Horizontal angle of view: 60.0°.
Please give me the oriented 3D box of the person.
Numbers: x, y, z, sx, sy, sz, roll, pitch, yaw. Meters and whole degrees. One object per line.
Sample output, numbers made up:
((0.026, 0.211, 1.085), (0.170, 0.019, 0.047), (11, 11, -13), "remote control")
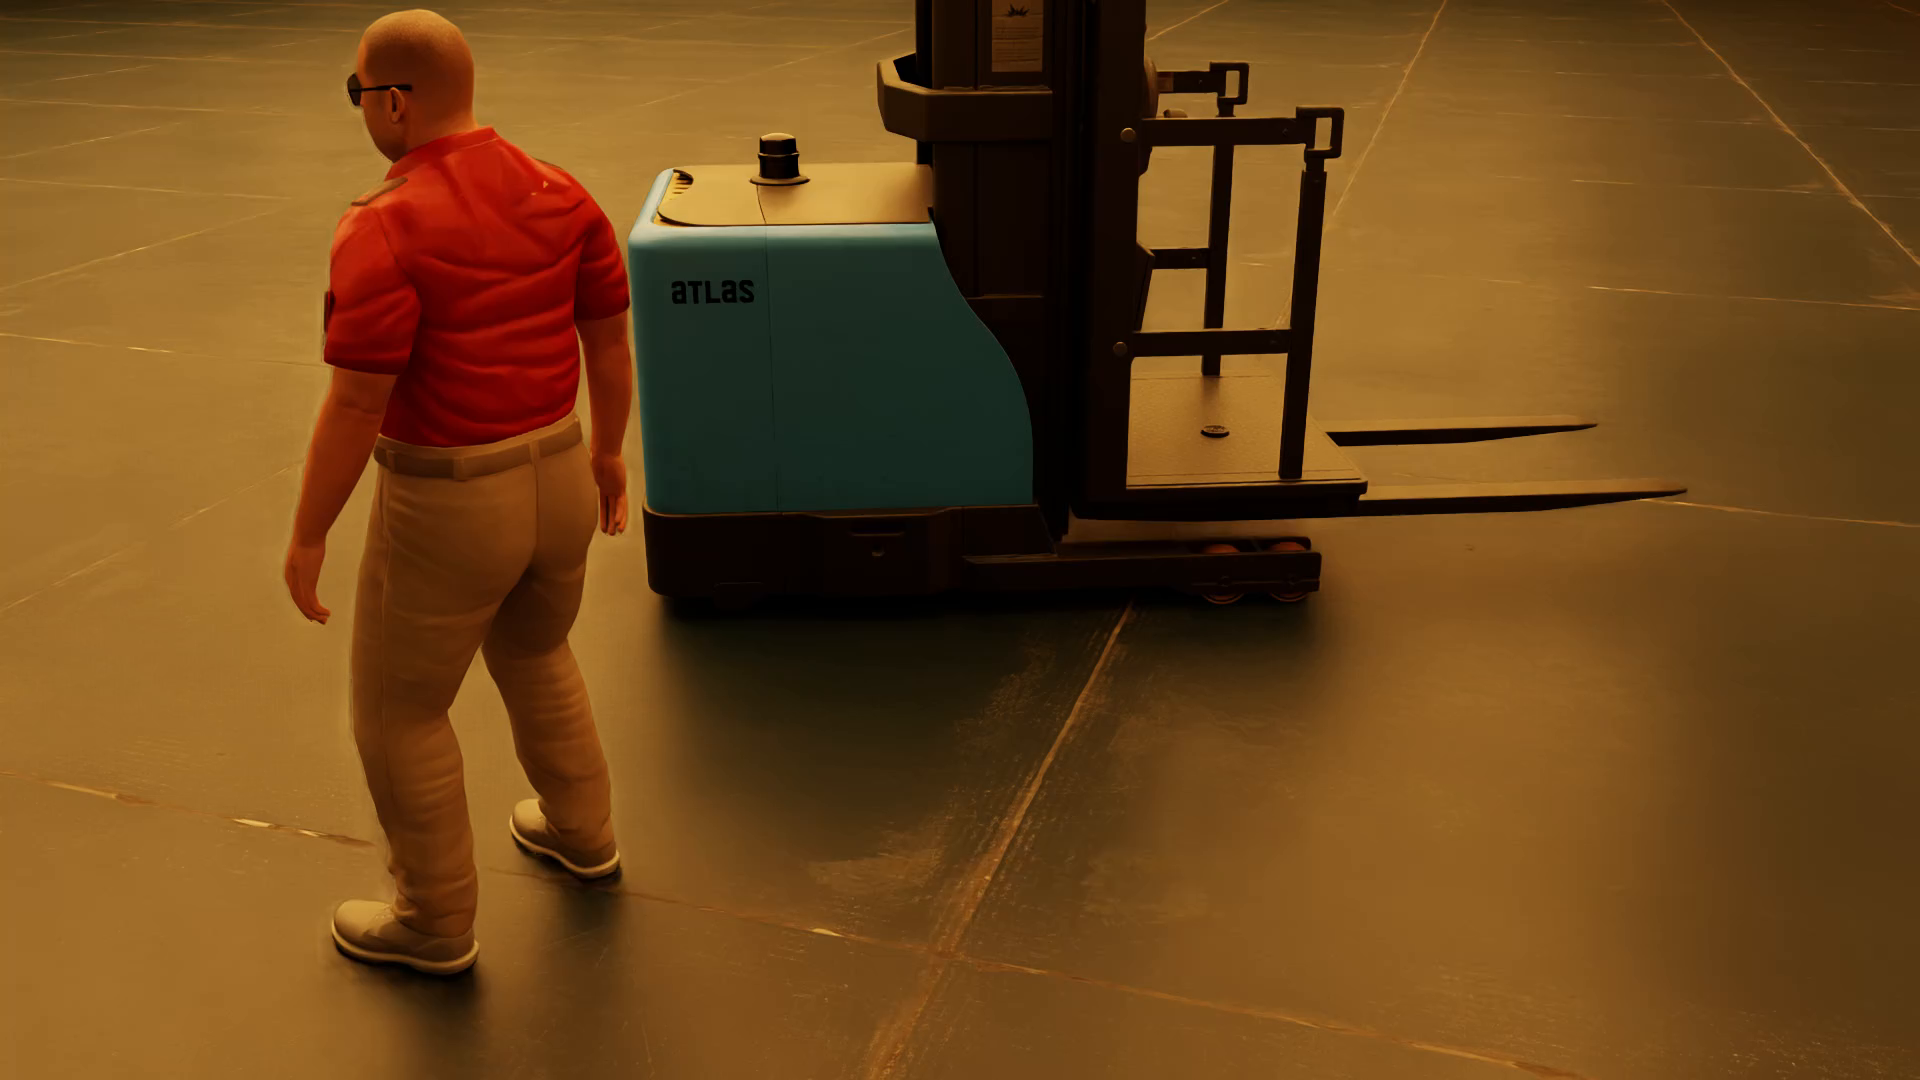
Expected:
((-0.909, -0.072, 3.038), (0.416, 1.721, 0.708), (14, 26, 30), "person")

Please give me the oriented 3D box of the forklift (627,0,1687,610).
((0.606, -1.374, 4.608), (3.031, 2.935, 1.130), (-2, 23, -4), "forklift")
